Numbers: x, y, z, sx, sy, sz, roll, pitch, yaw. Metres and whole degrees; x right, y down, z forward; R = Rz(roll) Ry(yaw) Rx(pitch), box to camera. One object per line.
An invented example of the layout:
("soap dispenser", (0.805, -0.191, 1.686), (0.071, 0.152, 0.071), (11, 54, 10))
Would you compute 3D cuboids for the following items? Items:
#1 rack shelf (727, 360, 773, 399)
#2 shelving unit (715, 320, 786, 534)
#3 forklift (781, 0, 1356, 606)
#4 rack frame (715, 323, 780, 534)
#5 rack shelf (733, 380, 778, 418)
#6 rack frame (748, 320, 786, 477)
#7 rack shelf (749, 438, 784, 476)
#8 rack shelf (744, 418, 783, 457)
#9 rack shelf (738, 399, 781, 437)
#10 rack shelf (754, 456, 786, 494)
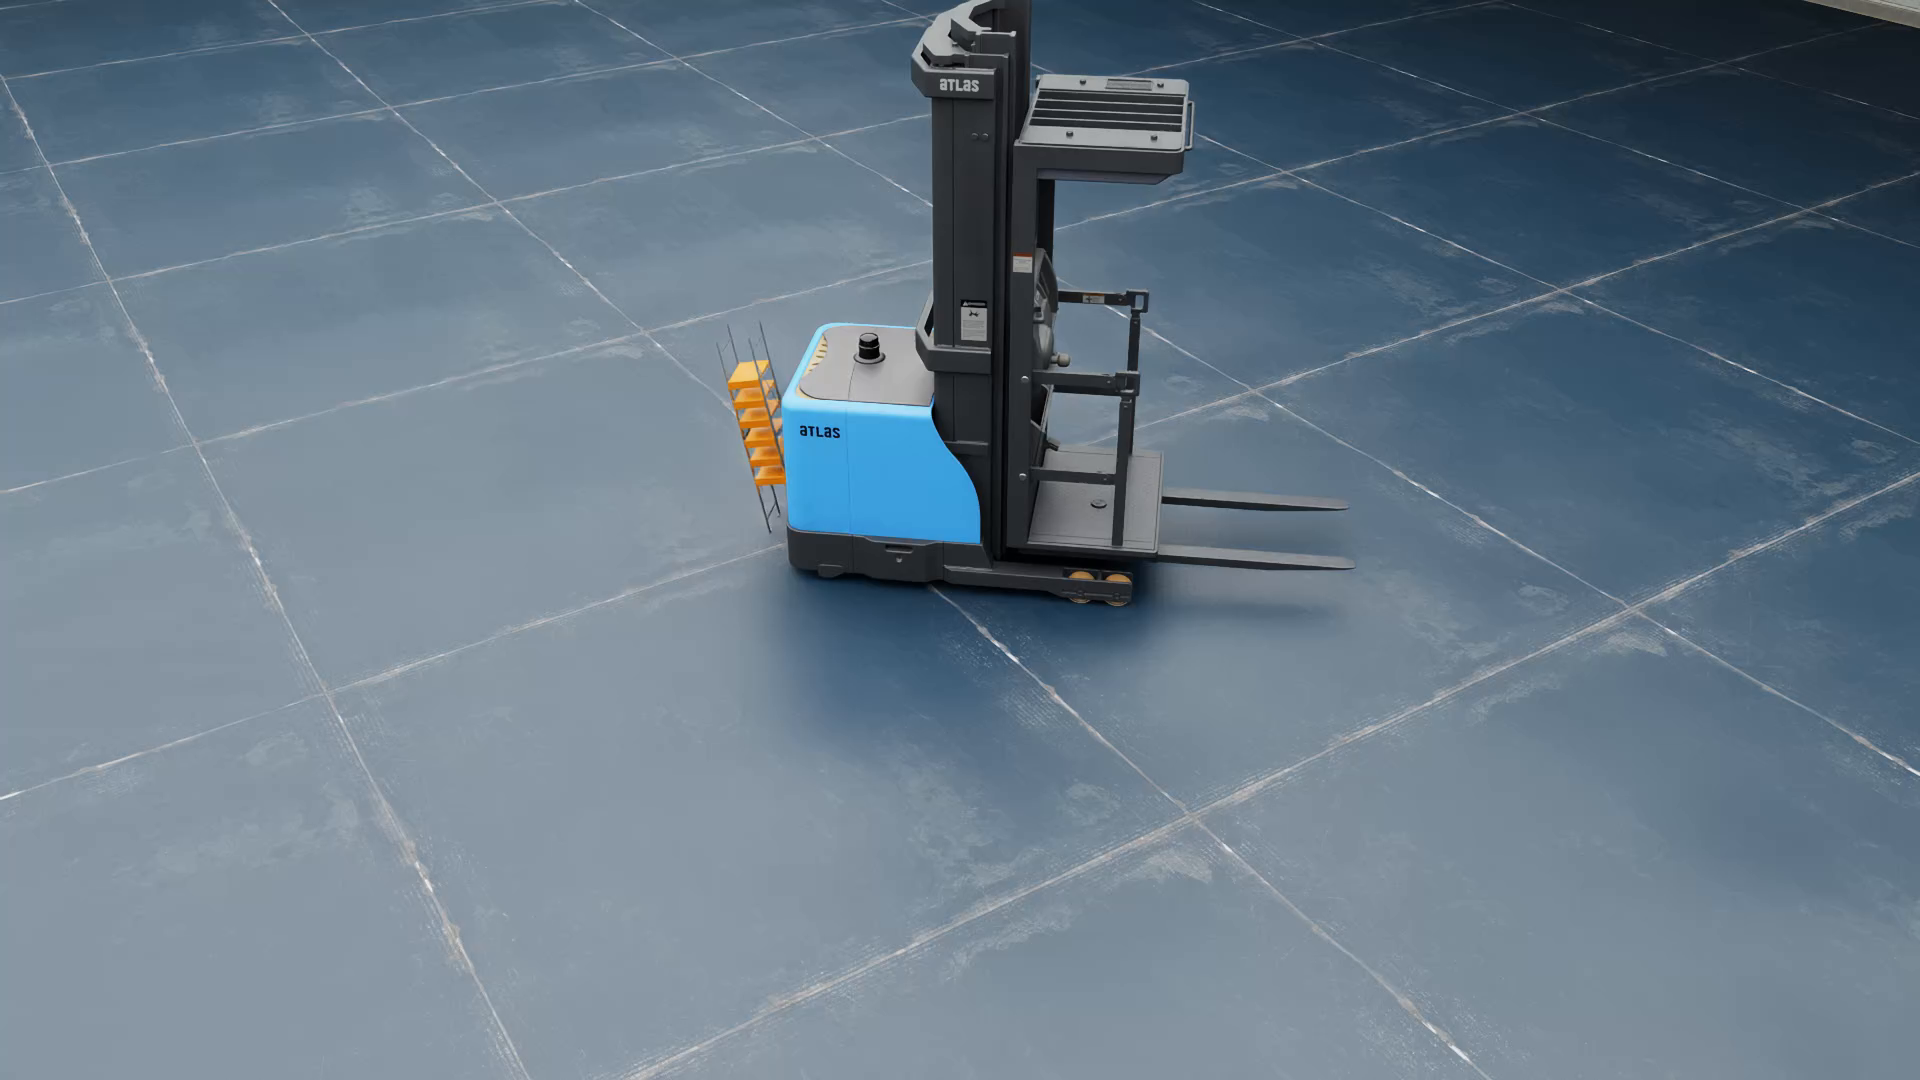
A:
("rack shelf", (-1.137, -0.878, 9.043), (0.180, 0.103, 0.258), (-4, 31, 13))
("shelving unit", (-1.080, -0.611, 9.201), (0.189, 1.200, 0.258), (-4, 31, 13))
("forklift", (0.624, -1.193, 8.516), (3.031, 2.935, 1.130), (4, 32, 7))
("rack frame", (-1.169, -0.604, 9.222), (0.006, 1.200, 0.240), (-4, 31, 13))
("rack shelf", (-1.115, -0.777, 9.103), (0.180, 0.103, 0.258), (-4, 31, 13))
("rack frame", (-0.991, -0.618, 9.181), (0.006, 1.200, 0.240), (-4, 31, 13))
("rack shelf", (-1.050, -0.472, 9.284), (0.180, 0.103, 0.258), (-4, 31, 13))
("rack shelf", (-1.072, -0.574, 9.224), (0.180, 0.103, 0.258), (-4, 31, 13))
("rack shelf", (-1.093, -0.675, 9.163), (0.180, 0.103, 0.258), (-4, 31, 13))
("rack shelf", (-1.028, -0.371, 9.344), (0.180, 0.103, 0.258), (-4, 31, 13))
